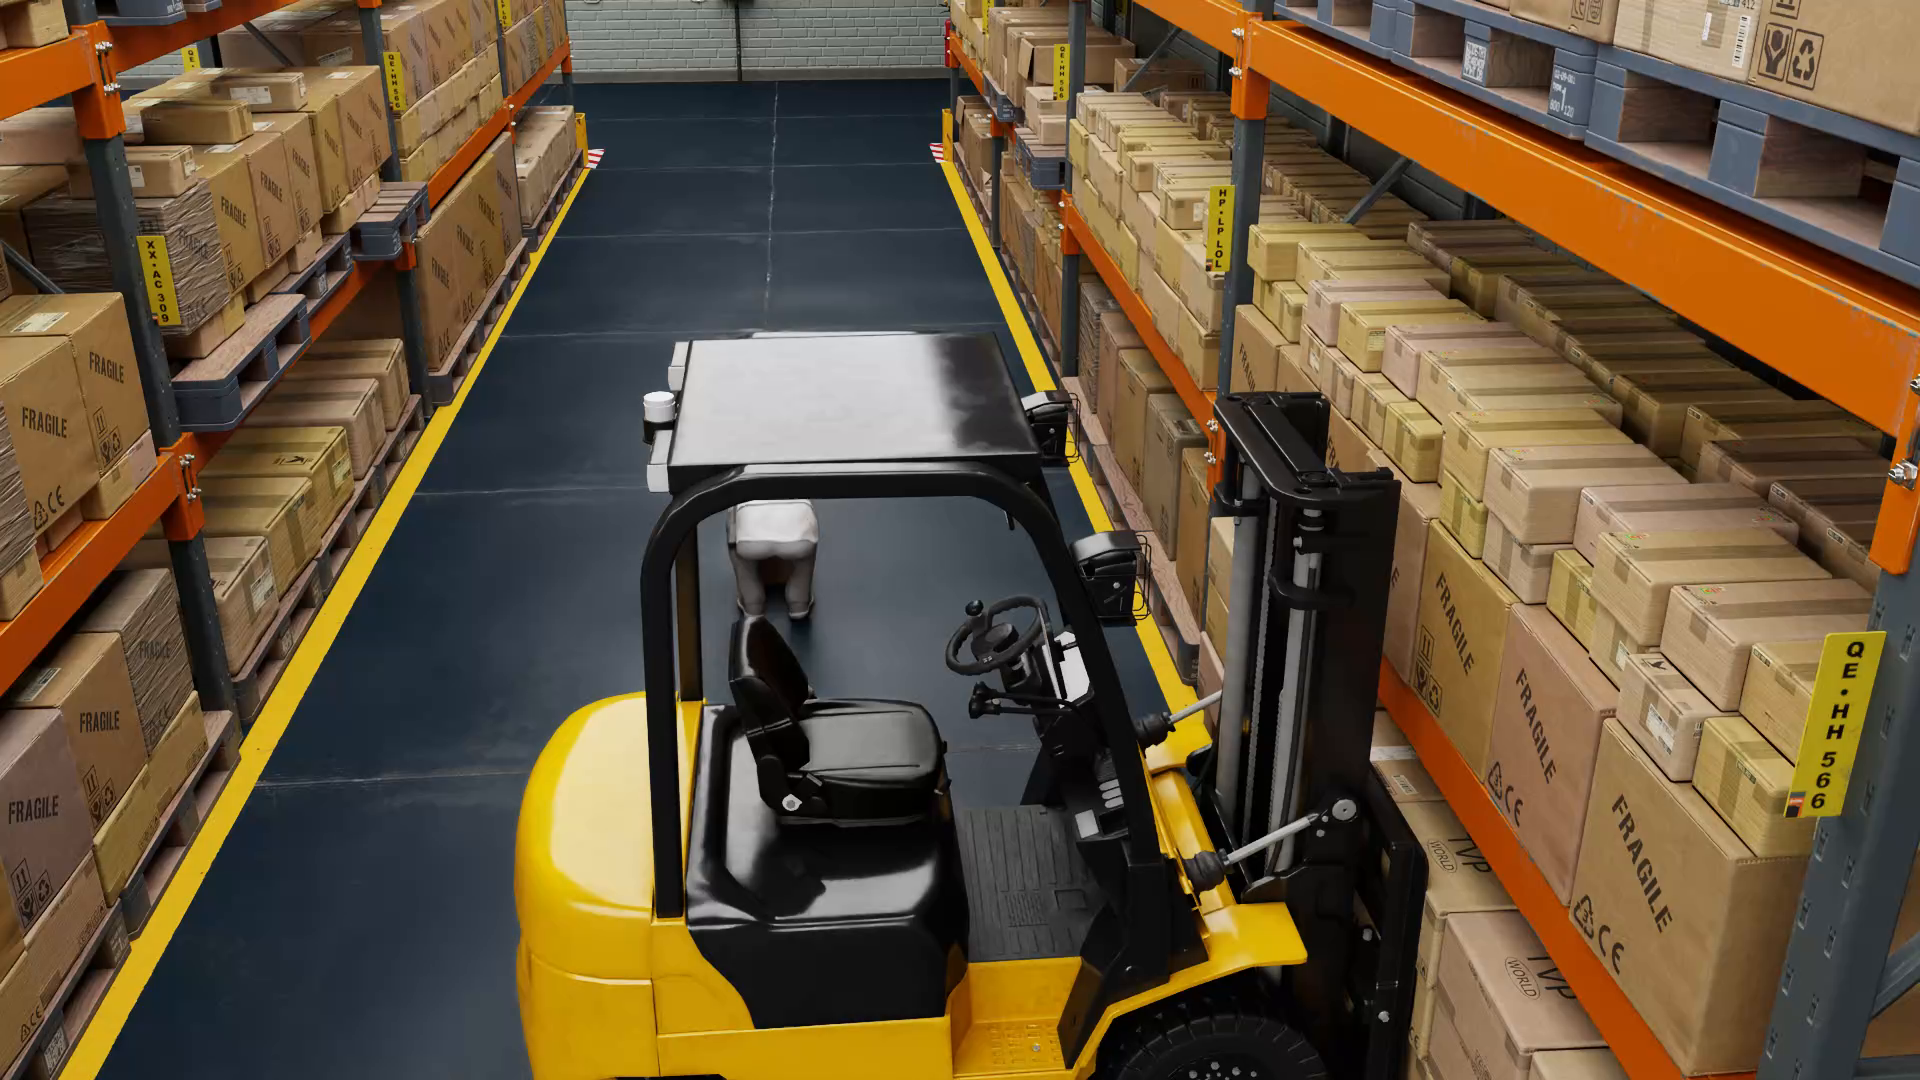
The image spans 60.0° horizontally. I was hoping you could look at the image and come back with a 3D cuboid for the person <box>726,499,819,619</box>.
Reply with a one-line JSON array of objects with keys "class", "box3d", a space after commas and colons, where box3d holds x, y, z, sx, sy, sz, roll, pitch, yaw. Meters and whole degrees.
[{"class": "person", "box3d": [-0.892, -0.059, 7.864, 0.443, 0.788, 0.916, -3, 24, -6]}]
